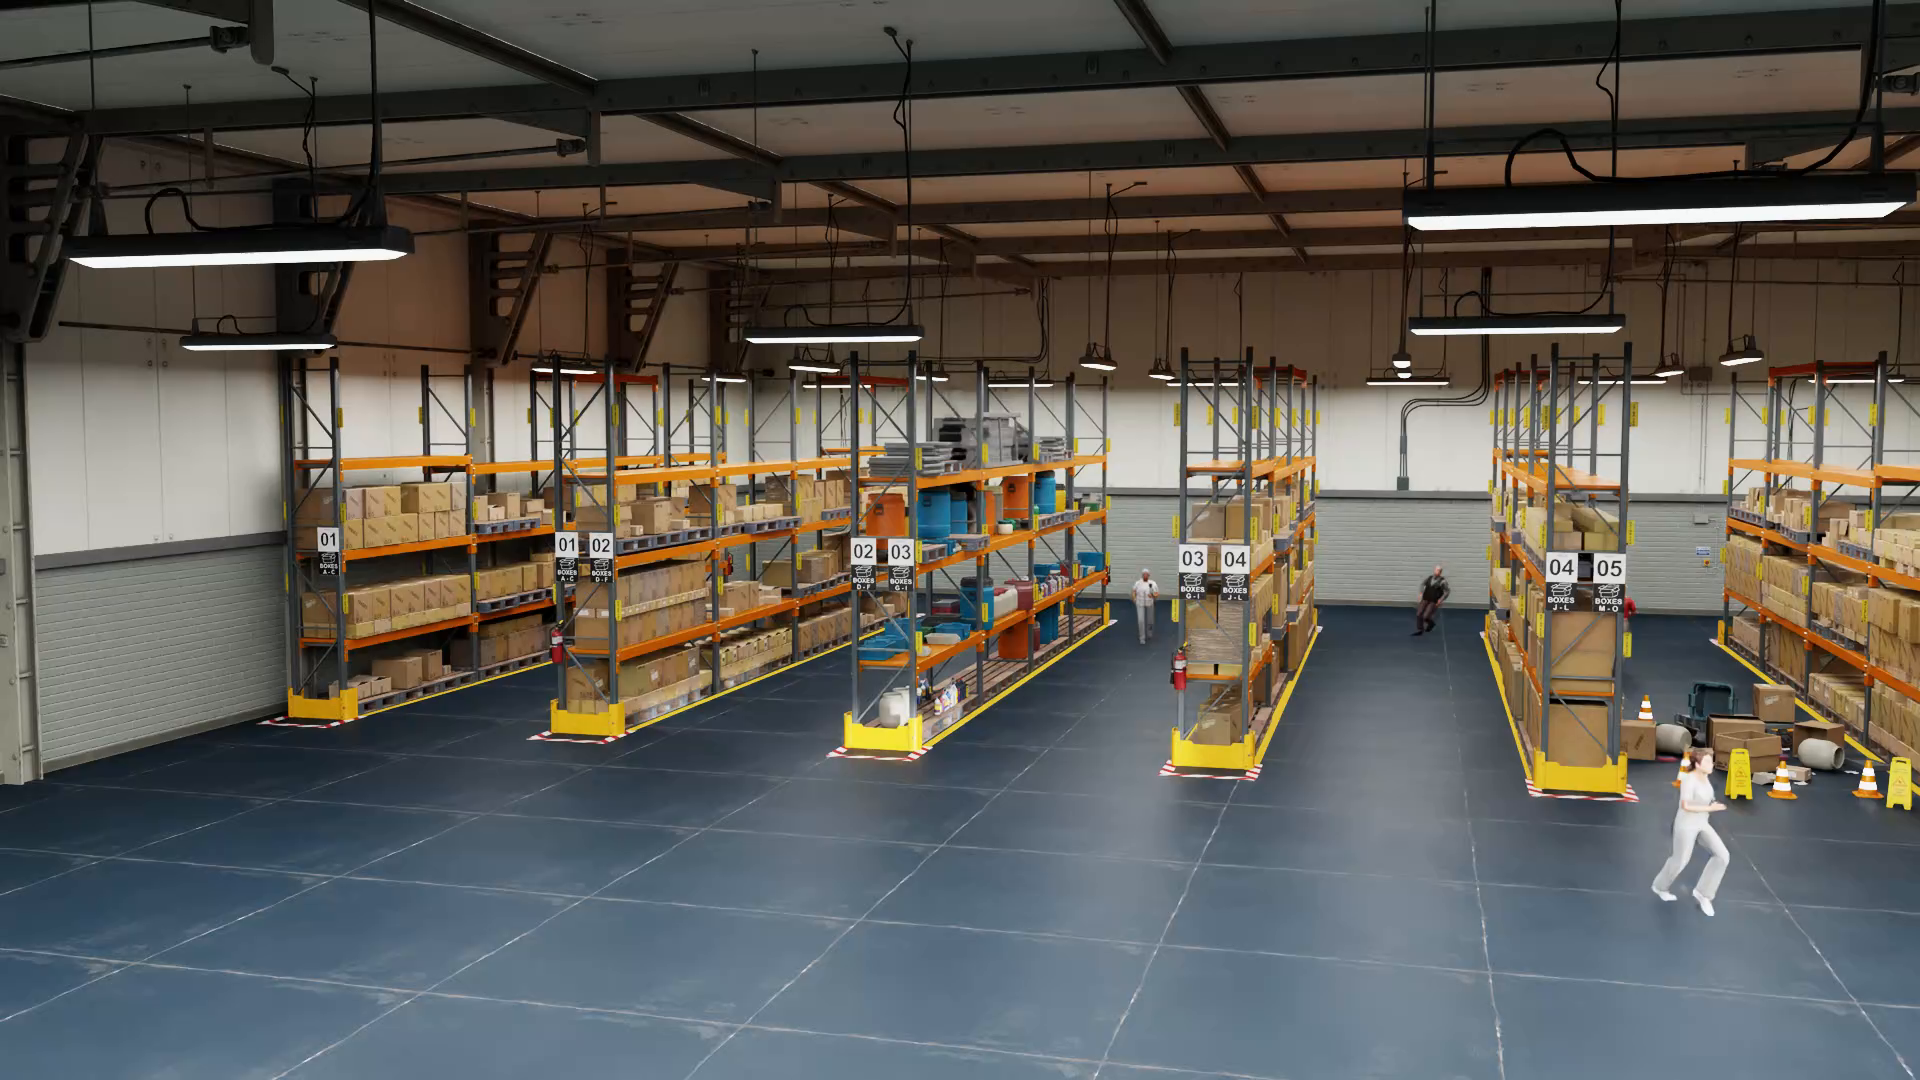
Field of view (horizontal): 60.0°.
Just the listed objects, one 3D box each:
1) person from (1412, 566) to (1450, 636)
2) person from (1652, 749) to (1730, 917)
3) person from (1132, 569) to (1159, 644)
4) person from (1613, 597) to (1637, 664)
[{"bbox_3d":[10.771,1.405,38.043,0.505,1.629,0.757,-4,6,-45],"label":"person"},{"bbox_3d":[7.409,2.934,16.870,0.587,1.681,0.818,-3,5,-35],"label":"person"},{"bbox_3d":[4.124,1.460,37.030,0.619,1.639,0.870,1,4,7],"label":"person"},{"bbox_3d":[13.069,1.734,33.032,0.662,1.715,0.643,1,4,12],"label":"person"}]
